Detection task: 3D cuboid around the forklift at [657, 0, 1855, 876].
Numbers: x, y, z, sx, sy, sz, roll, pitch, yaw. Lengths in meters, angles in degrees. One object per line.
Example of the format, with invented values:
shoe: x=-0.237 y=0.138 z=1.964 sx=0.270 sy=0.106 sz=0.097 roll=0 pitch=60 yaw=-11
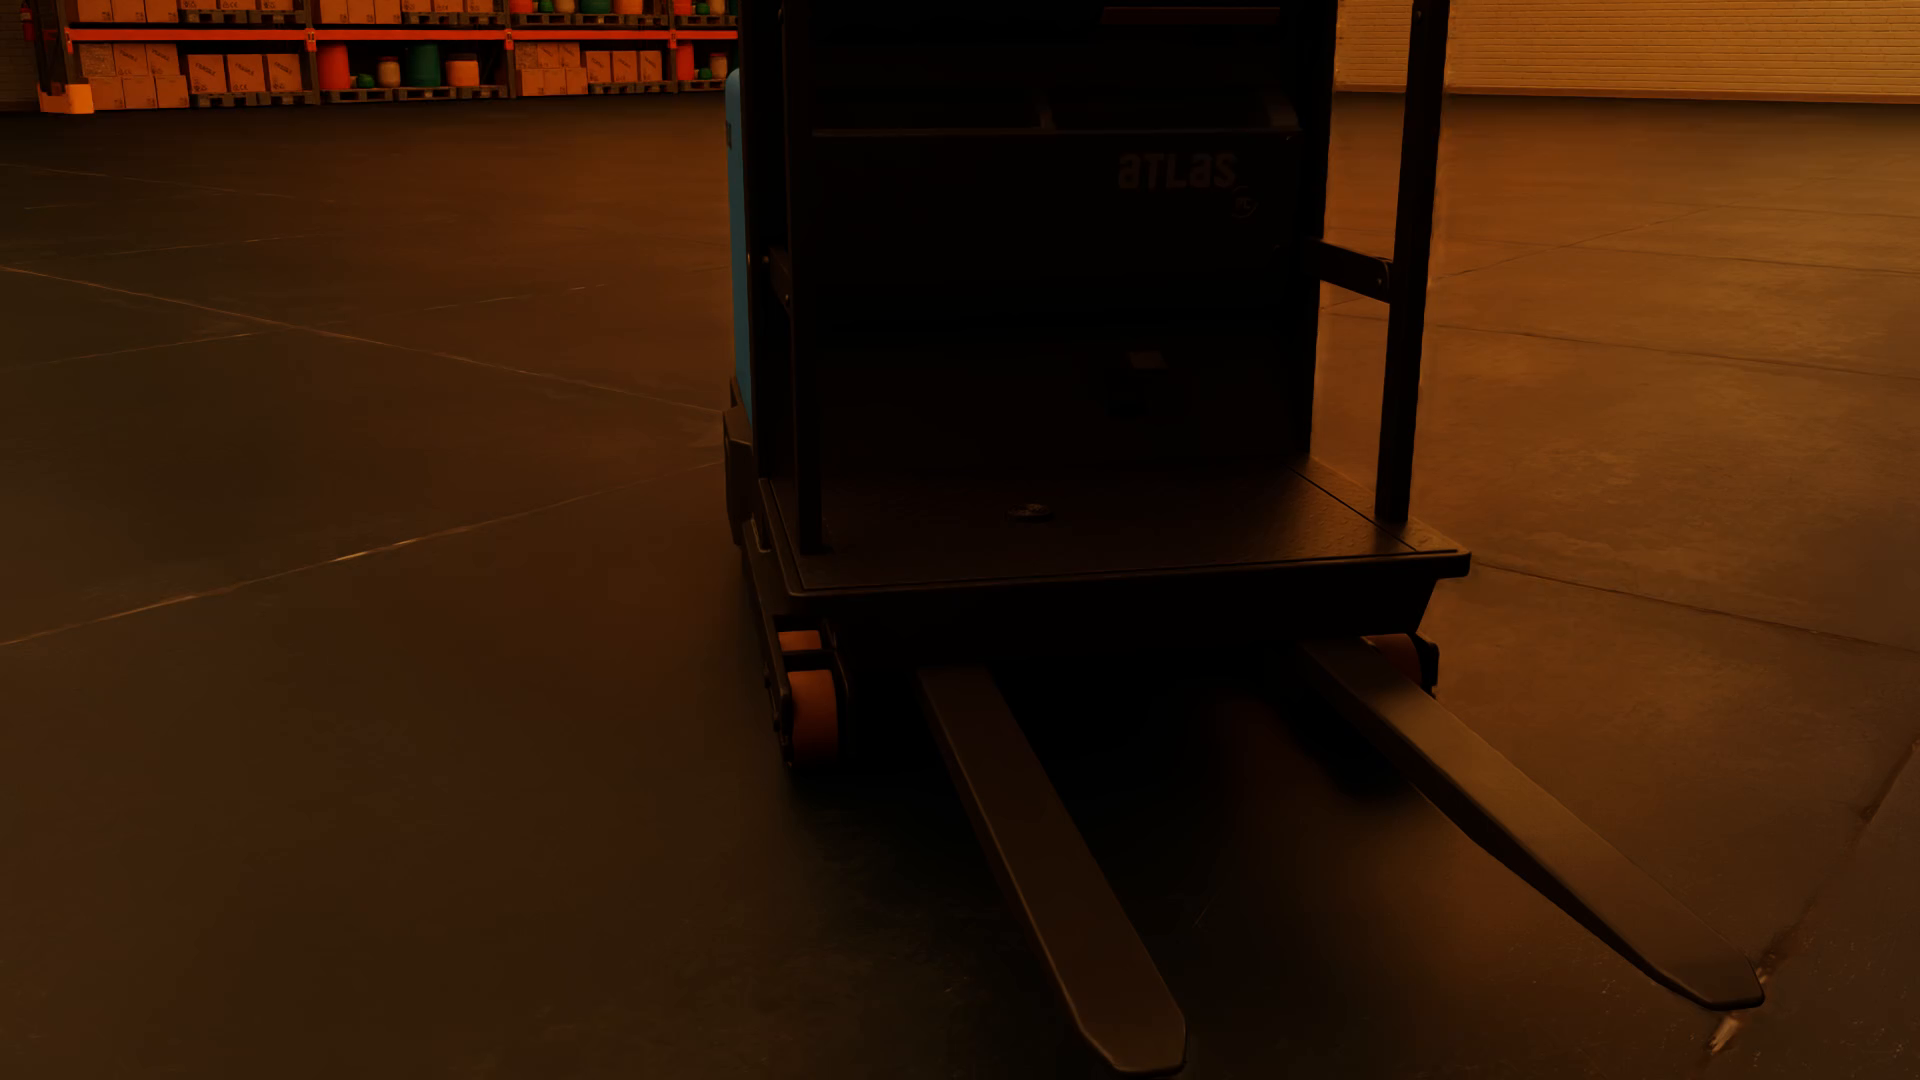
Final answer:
forklift: x=0.265 y=-1.249 z=3.010 sx=1.130 sy=2.935 sz=3.031 roll=-7 pitch=18 yaw=-22
